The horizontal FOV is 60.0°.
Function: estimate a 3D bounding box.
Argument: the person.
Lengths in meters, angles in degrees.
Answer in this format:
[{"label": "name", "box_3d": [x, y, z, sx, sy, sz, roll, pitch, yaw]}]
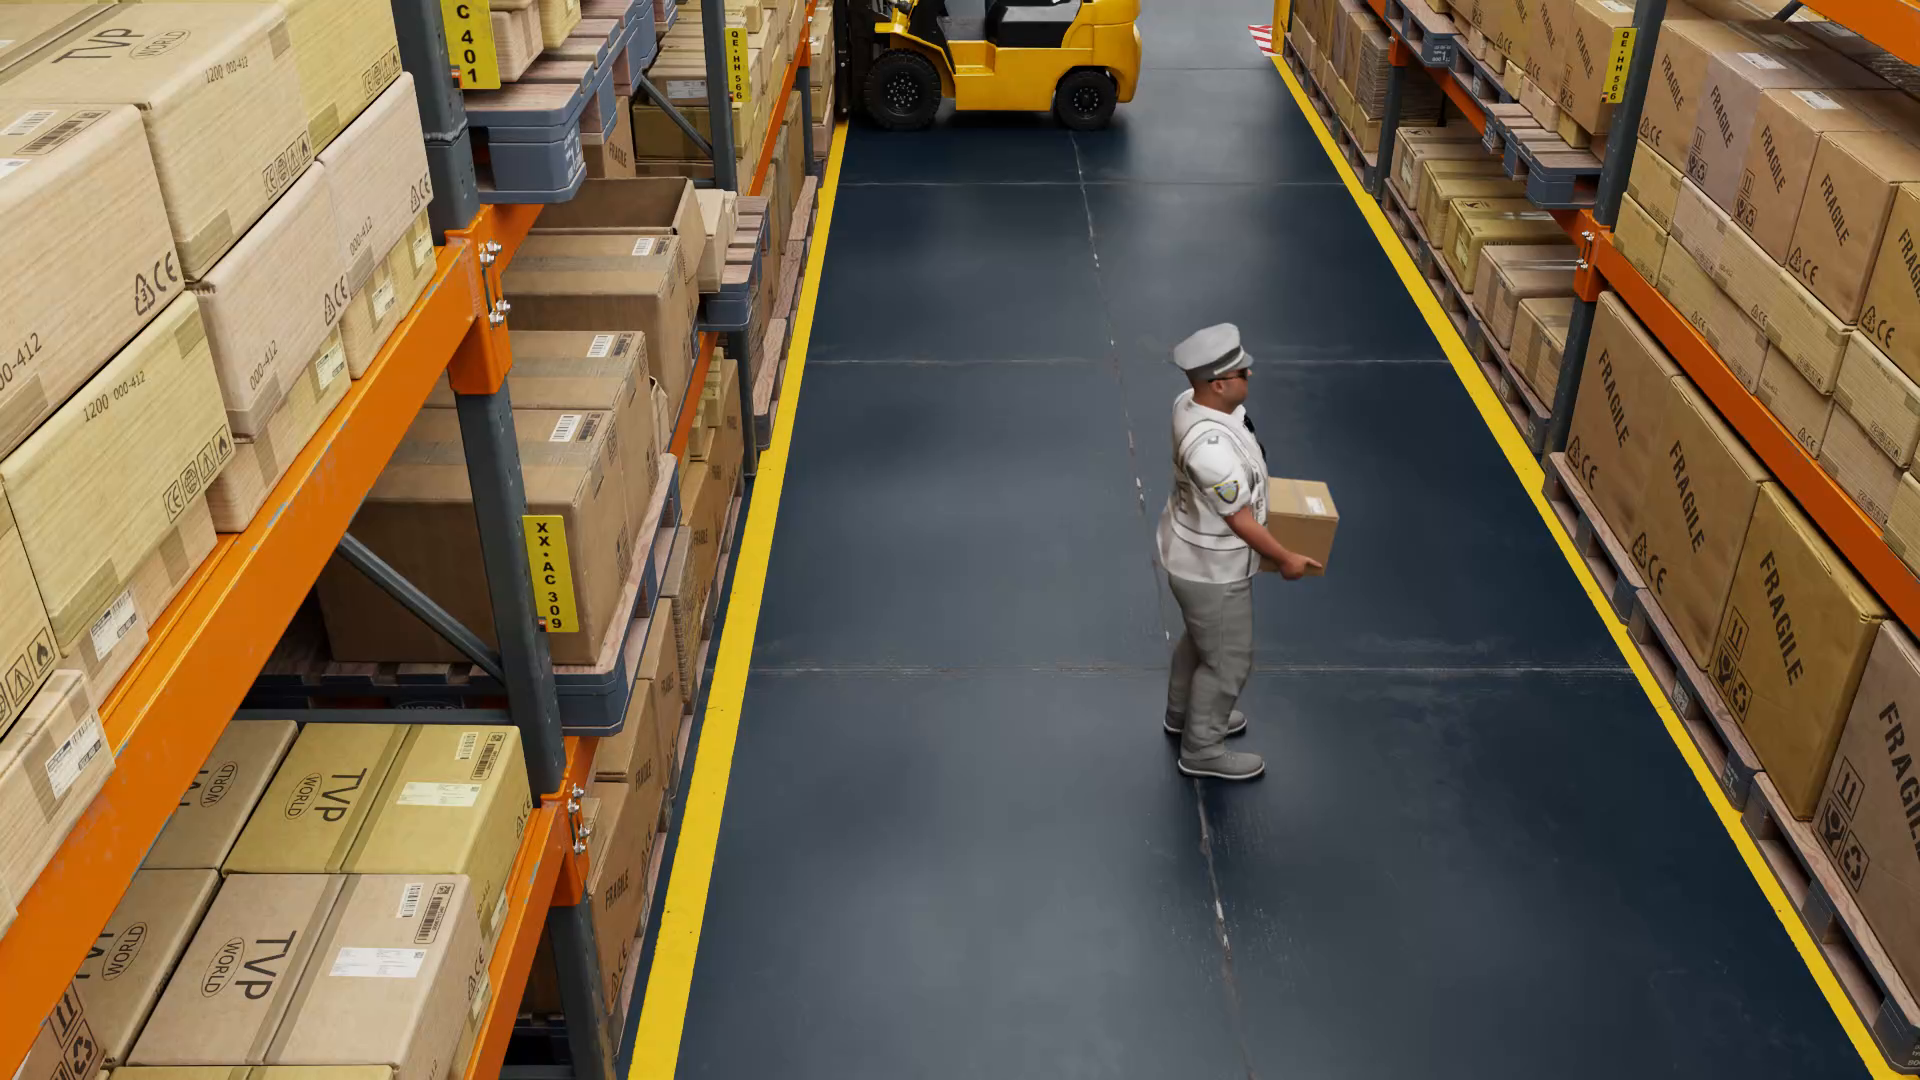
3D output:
[{"label": "person", "box_3d": [0.997, 0.049, 6.023, 0.561, 1.772, 0.504, 0, 31, 0]}]
